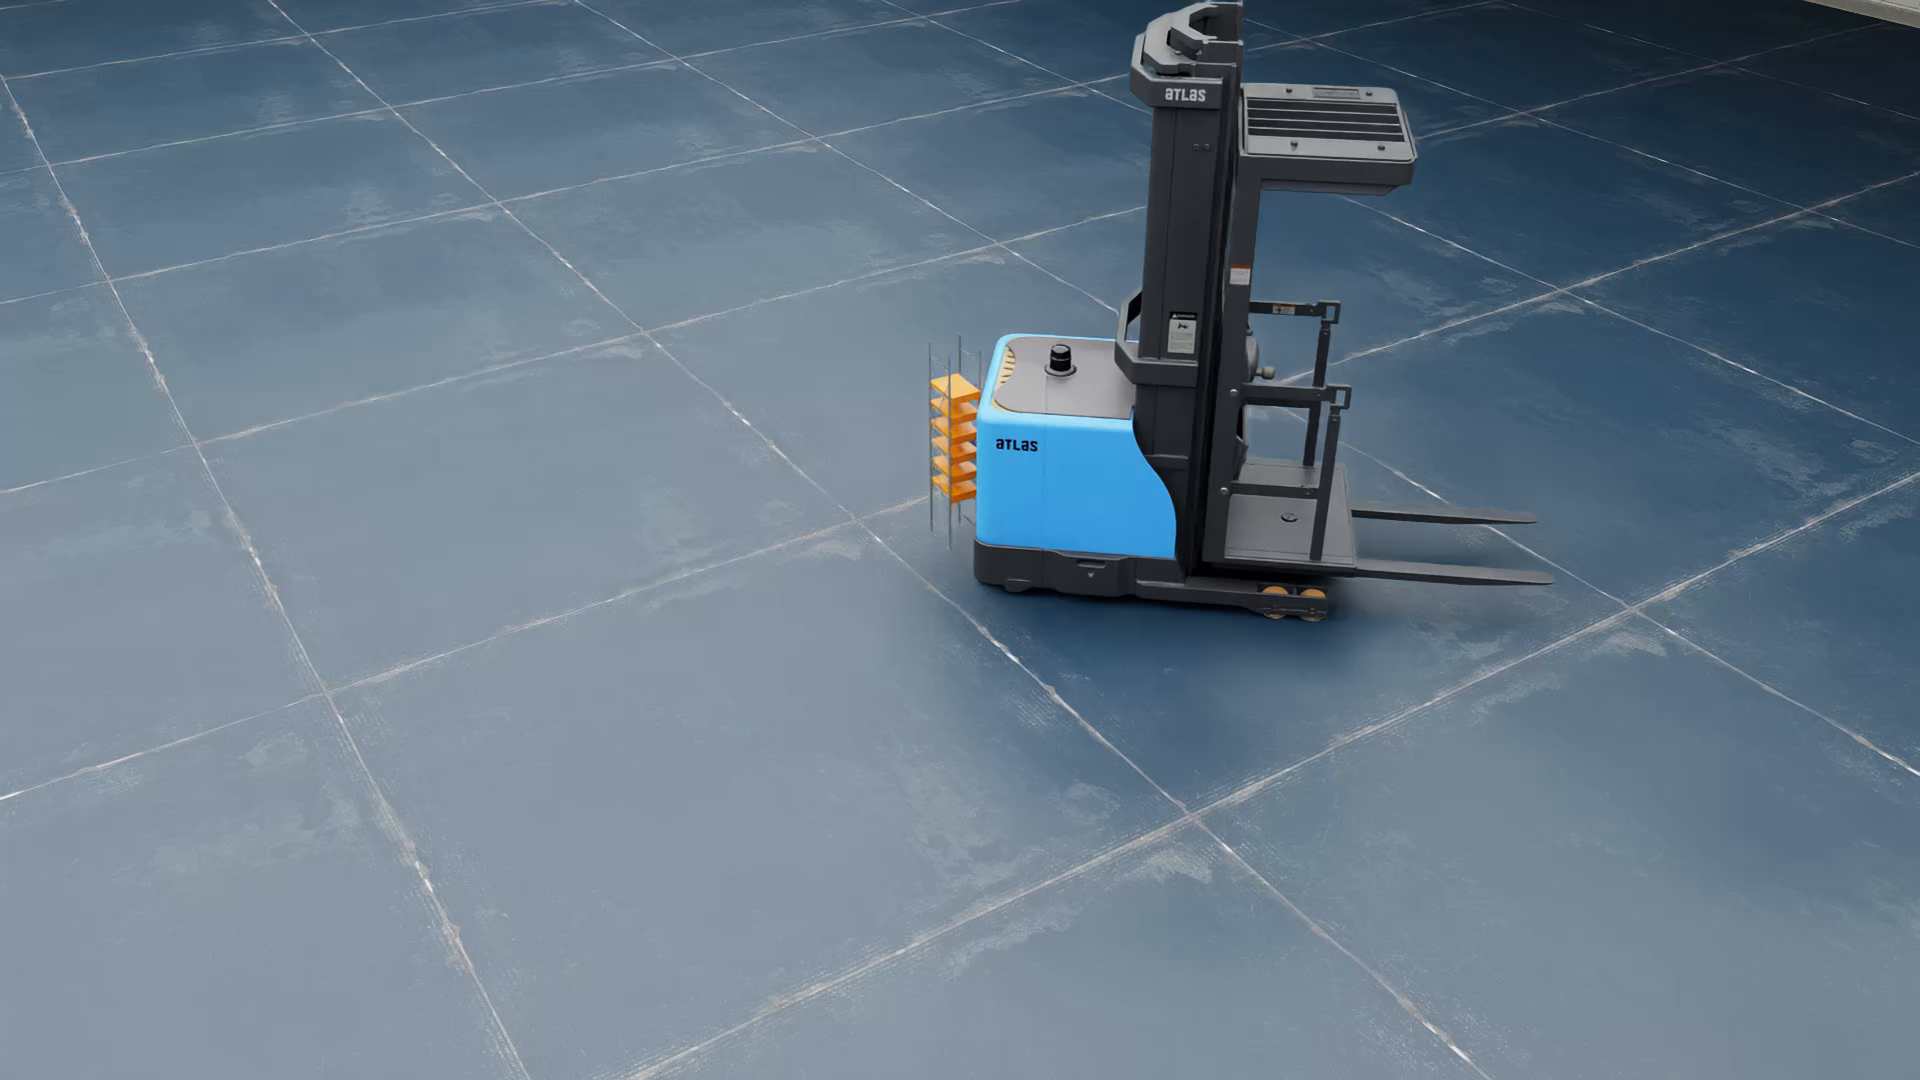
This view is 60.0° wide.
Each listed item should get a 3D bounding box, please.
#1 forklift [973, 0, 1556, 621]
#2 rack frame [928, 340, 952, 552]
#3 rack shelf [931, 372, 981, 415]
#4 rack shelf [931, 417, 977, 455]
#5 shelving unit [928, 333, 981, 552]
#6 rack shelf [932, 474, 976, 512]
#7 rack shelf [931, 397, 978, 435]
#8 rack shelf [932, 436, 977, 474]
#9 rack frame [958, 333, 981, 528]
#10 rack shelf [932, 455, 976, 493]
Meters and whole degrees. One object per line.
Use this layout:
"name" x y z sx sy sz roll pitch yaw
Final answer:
"forklift" 1.631 -1.119 8.398 3.031 2.935 1.130 4 32 7
"rack frame" -0.109 -0.495 9.031 0.006 1.200 0.240 -17 36 -25
"rack shelf" -0.029 -0.786 8.901 0.180 0.103 0.258 -17 36 -25
"rack shelf" -0.029 -0.583 9.029 0.180 0.103 0.258 -17 36 -25
"shelving unit" -0.029 -0.519 9.069 0.189 1.200 0.258 -17 36 -25
"rack shelf" -0.029 -0.278 9.221 0.180 0.103 0.258 -17 36 -25
"rack shelf" -0.029 -0.684 8.965 0.180 0.103 0.258 -17 36 -25
"rack shelf" -0.029 -0.481 9.093 0.180 0.103 0.258 -17 36 -25
"rack frame" 0.051 -0.543 9.107 0.006 1.200 0.240 -17 36 -25
"rack shelf" -0.029 -0.380 9.157 0.180 0.103 0.258 -17 36 -25
